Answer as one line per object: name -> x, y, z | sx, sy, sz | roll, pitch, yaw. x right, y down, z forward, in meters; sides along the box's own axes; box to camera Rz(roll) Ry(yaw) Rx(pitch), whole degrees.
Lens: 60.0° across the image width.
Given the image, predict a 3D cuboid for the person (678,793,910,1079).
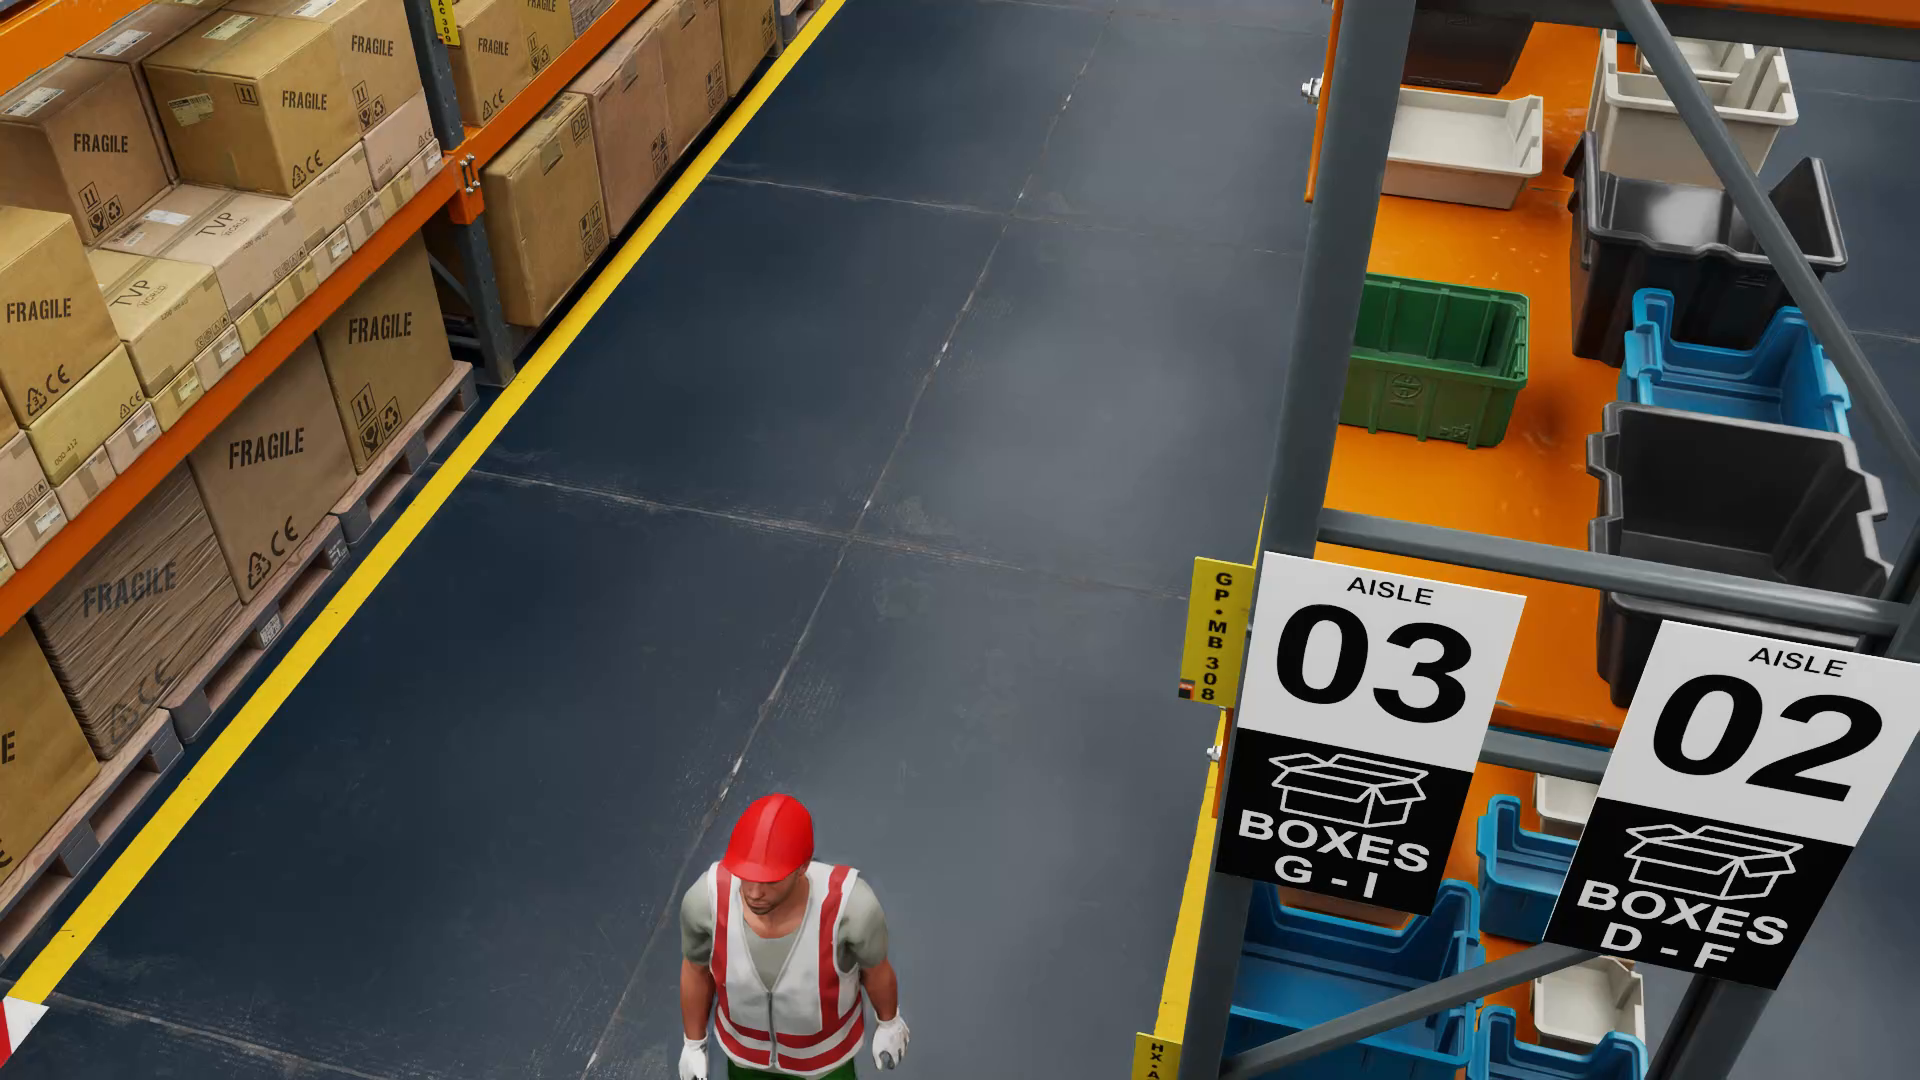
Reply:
person -> -0.458, 1.394, 4.512 | 0.598, 1.834, 0.504 | 7, 41, 8
